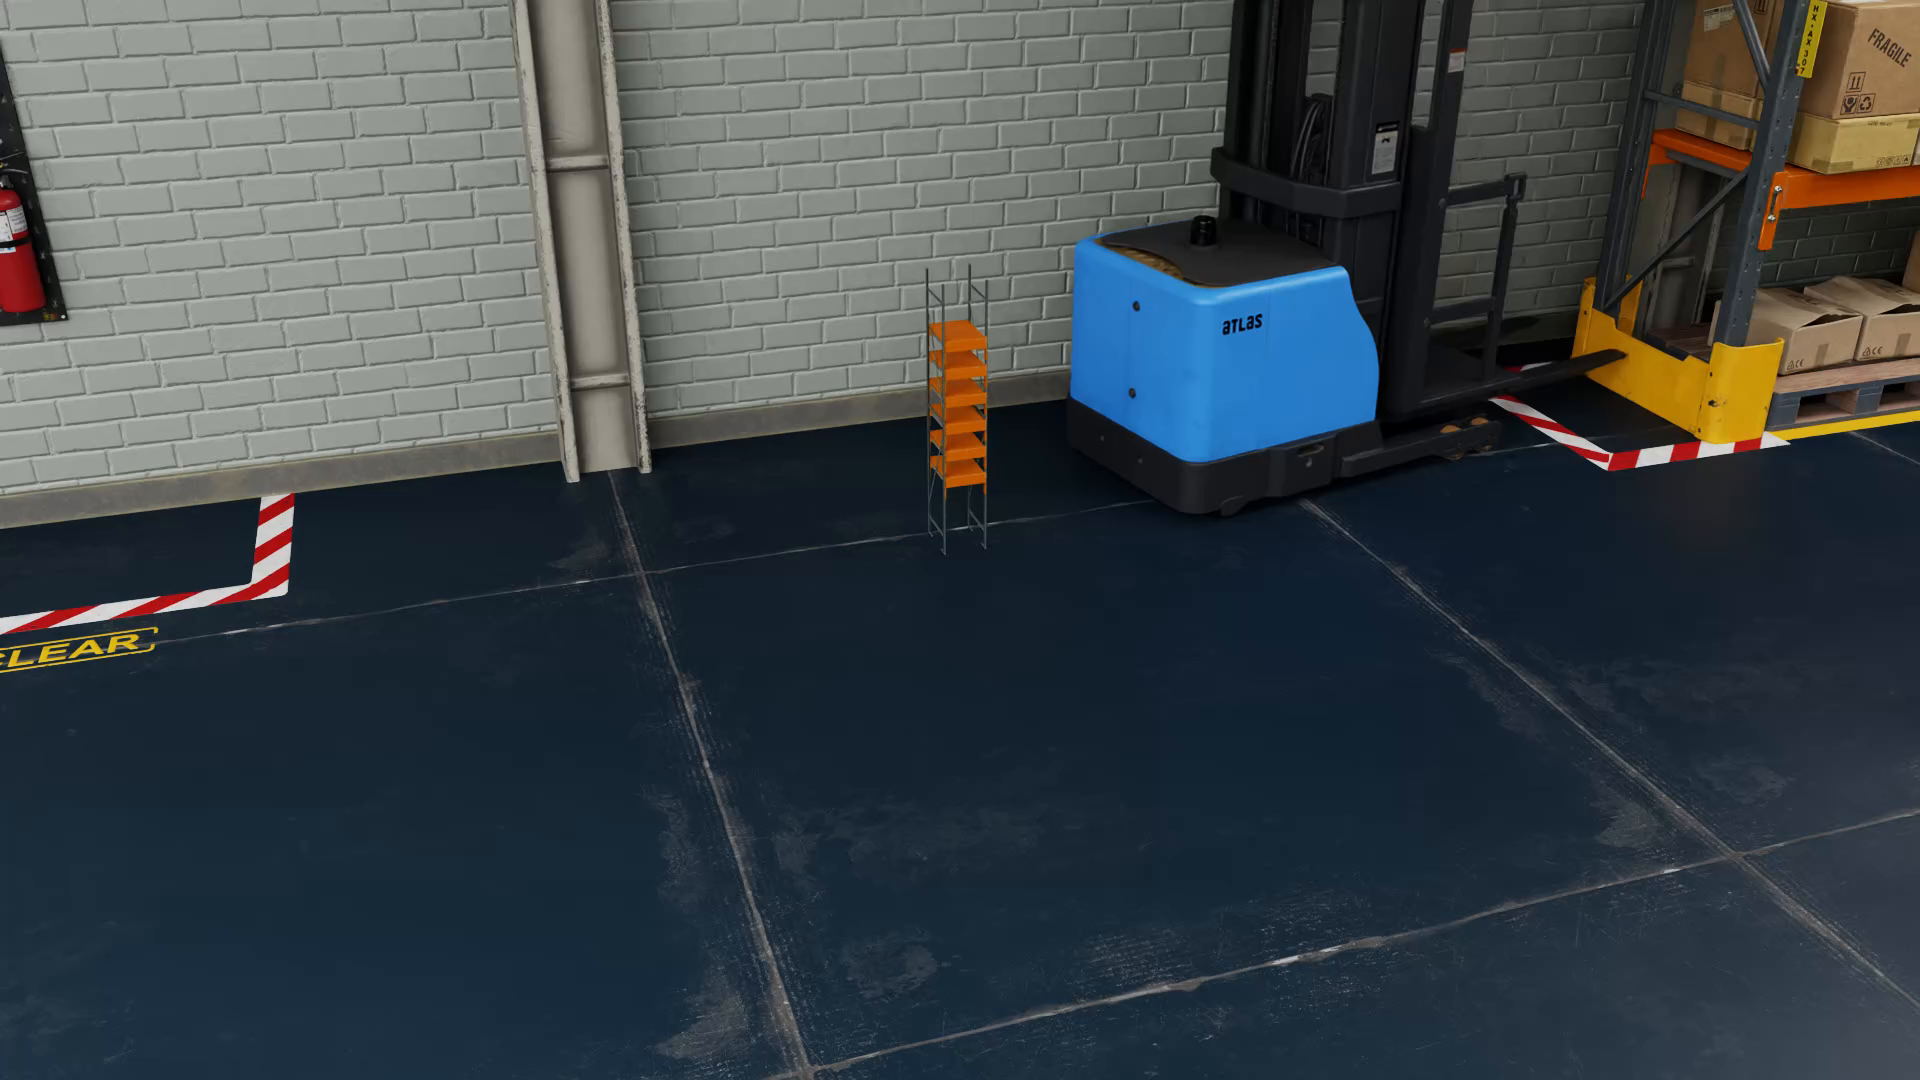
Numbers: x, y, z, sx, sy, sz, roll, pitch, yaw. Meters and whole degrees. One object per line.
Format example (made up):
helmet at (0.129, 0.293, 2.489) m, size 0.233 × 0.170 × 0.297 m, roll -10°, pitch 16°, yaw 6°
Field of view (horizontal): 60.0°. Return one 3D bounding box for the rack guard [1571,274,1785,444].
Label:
rack guard at (3.683, -0.960, 8.621) m, size 0.348 × 0.500 × 1.175 m, roll -8°, pitch 28°, yaw -16°

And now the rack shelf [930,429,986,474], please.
rack shelf at (-0.014, -0.388, 7.052) m, size 0.180 × 0.103 × 0.258 m, roll -8°, pitch 28°, yaw -16°

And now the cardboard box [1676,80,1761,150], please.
cardboard box at (3.995, -2.157, 8.368) m, size 0.500 × 0.250 × 0.500 m, roll -8°, pitch 27°, yaw -15°

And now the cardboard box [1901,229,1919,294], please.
cardboard box at (5.551, -1.362, 8.937) m, size 0.500 × 0.500 × 0.700 m, roll -10°, pitch 28°, yaw -19°

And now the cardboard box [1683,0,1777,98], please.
cardboard box at (3.993, -2.501, 8.218) m, size 0.500 × 0.500 × 0.500 m, roll -9°, pitch 28°, yaw -17°

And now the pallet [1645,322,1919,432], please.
pallet at (4.466, -0.927, 8.881) m, size 1.213 × 0.211 × 1.003 m, roll -8°, pitch 28°, yaw -16°

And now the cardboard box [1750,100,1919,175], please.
cardboard box at (4.173, -1.944, 7.938) m, size 0.500 × 0.250 × 0.500 m, roll -9°, pitch 28°, yaw -18°

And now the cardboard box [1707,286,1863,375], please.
cardboard box at (4.296, -1.119, 8.660) m, size 0.500 × 0.311 × 0.500 m, roll -12°, pitch 29°, yaw -22°

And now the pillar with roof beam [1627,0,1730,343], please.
pillar with roof beam at (5.341, -3.398, 3.975) m, size 0.400 × 9.000 × 9.100 m, roll -8°, pitch 28°, yaw -16°

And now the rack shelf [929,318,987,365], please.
rack shelf at (-0.014, -0.818, 6.839) m, size 0.180 × 0.103 × 0.258 m, roll -8°, pitch 28°, yaw -16°

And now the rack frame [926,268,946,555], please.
rack frame at (-0.101, -0.523, 6.954) m, size 0.006 × 1.200 × 0.240 m, roll -8°, pitch 28°, yaw -16°

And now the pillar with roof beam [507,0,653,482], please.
pillar with roof beam at (-0.364, -2.572, 2.310) m, size 0.400 × 9.000 × 9.100 m, roll -8°, pitch 28°, yaw -16°

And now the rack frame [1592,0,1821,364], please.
rack frame at (3.610, -2.069, 8.044) m, size 0.127 × 3.000 × 1.000 m, roll -8°, pitch 28°, yaw -16°

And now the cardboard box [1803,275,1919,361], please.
cardboard box at (4.838, -1.197, 8.818) m, size 0.500 × 0.311 × 0.500 m, roll -6°, pitch 27°, yaw -12°

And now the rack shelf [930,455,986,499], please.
rack shelf at (-0.014, -0.281, 7.106) m, size 0.180 × 0.103 × 0.258 m, roll -8°, pitch 28°, yaw -16°

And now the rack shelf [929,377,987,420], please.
rack shelf at (-0.014, -0.603, 6.946) m, size 0.180 × 0.103 × 0.258 m, roll -8°, pitch 28°, yaw -16°

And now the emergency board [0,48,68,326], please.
emergency board at (-4.058, -1.381, 6.658) m, size 0.643 × 1.169 × 0.194 m, roll -8°, pitch 28°, yaw -16°

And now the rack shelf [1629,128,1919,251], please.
rack shelf at (5.512, -2.022, 8.759) m, size 4.000 × 0.370 × 1.077 m, roll -8°, pitch 28°, yaw -16°

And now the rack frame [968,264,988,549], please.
rack frame at (0.073, -0.548, 7.005) m, size 0.006 × 1.200 × 0.240 m, roll -8°, pitch 28°, yaw -16°

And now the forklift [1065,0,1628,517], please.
forklift at (2.044, -1.884, 7.749) m, size 3.031 × 2.935 × 1.130 m, roll -15°, pitch 30°, yaw -27°

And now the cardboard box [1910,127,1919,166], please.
cardboard box at (4.662, -2.021, 8.094) m, size 0.500 × 0.250 × 0.500 m, roll -9°, pitch 28°, yaw -18°

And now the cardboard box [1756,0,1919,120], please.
cardboard box at (4.157, -2.285, 7.783) m, size 0.500 × 0.500 × 0.500 m, roll -8°, pitch 28°, yaw -16°

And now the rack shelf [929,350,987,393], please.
rack shelf at (-0.014, -0.711, 6.892) m, size 0.180 × 0.103 × 0.258 m, roll -8°, pitch 28°, yaw -16°

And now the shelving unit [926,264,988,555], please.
shelving unit at (-0.014, -0.535, 6.979) m, size 0.189 × 1.200 × 0.258 m, roll -8°, pitch 28°, yaw -16°

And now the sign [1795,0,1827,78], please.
sign at (3.779, -2.227, 7.390) m, size 0.005 × 0.325 × 0.100 m, roll -8°, pitch 28°, yaw -16°

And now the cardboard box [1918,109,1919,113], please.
cardboard box at (4.630, -2.349, 7.911) m, size 0.500 × 0.500 × 0.500 m, roll -8°, pitch 28°, yaw -16°

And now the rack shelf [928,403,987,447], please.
rack shelf at (-0.014, -0.496, 6.999) m, size 0.180 × 0.103 × 0.258 m, roll -8°, pitch 28°, yaw -16°
